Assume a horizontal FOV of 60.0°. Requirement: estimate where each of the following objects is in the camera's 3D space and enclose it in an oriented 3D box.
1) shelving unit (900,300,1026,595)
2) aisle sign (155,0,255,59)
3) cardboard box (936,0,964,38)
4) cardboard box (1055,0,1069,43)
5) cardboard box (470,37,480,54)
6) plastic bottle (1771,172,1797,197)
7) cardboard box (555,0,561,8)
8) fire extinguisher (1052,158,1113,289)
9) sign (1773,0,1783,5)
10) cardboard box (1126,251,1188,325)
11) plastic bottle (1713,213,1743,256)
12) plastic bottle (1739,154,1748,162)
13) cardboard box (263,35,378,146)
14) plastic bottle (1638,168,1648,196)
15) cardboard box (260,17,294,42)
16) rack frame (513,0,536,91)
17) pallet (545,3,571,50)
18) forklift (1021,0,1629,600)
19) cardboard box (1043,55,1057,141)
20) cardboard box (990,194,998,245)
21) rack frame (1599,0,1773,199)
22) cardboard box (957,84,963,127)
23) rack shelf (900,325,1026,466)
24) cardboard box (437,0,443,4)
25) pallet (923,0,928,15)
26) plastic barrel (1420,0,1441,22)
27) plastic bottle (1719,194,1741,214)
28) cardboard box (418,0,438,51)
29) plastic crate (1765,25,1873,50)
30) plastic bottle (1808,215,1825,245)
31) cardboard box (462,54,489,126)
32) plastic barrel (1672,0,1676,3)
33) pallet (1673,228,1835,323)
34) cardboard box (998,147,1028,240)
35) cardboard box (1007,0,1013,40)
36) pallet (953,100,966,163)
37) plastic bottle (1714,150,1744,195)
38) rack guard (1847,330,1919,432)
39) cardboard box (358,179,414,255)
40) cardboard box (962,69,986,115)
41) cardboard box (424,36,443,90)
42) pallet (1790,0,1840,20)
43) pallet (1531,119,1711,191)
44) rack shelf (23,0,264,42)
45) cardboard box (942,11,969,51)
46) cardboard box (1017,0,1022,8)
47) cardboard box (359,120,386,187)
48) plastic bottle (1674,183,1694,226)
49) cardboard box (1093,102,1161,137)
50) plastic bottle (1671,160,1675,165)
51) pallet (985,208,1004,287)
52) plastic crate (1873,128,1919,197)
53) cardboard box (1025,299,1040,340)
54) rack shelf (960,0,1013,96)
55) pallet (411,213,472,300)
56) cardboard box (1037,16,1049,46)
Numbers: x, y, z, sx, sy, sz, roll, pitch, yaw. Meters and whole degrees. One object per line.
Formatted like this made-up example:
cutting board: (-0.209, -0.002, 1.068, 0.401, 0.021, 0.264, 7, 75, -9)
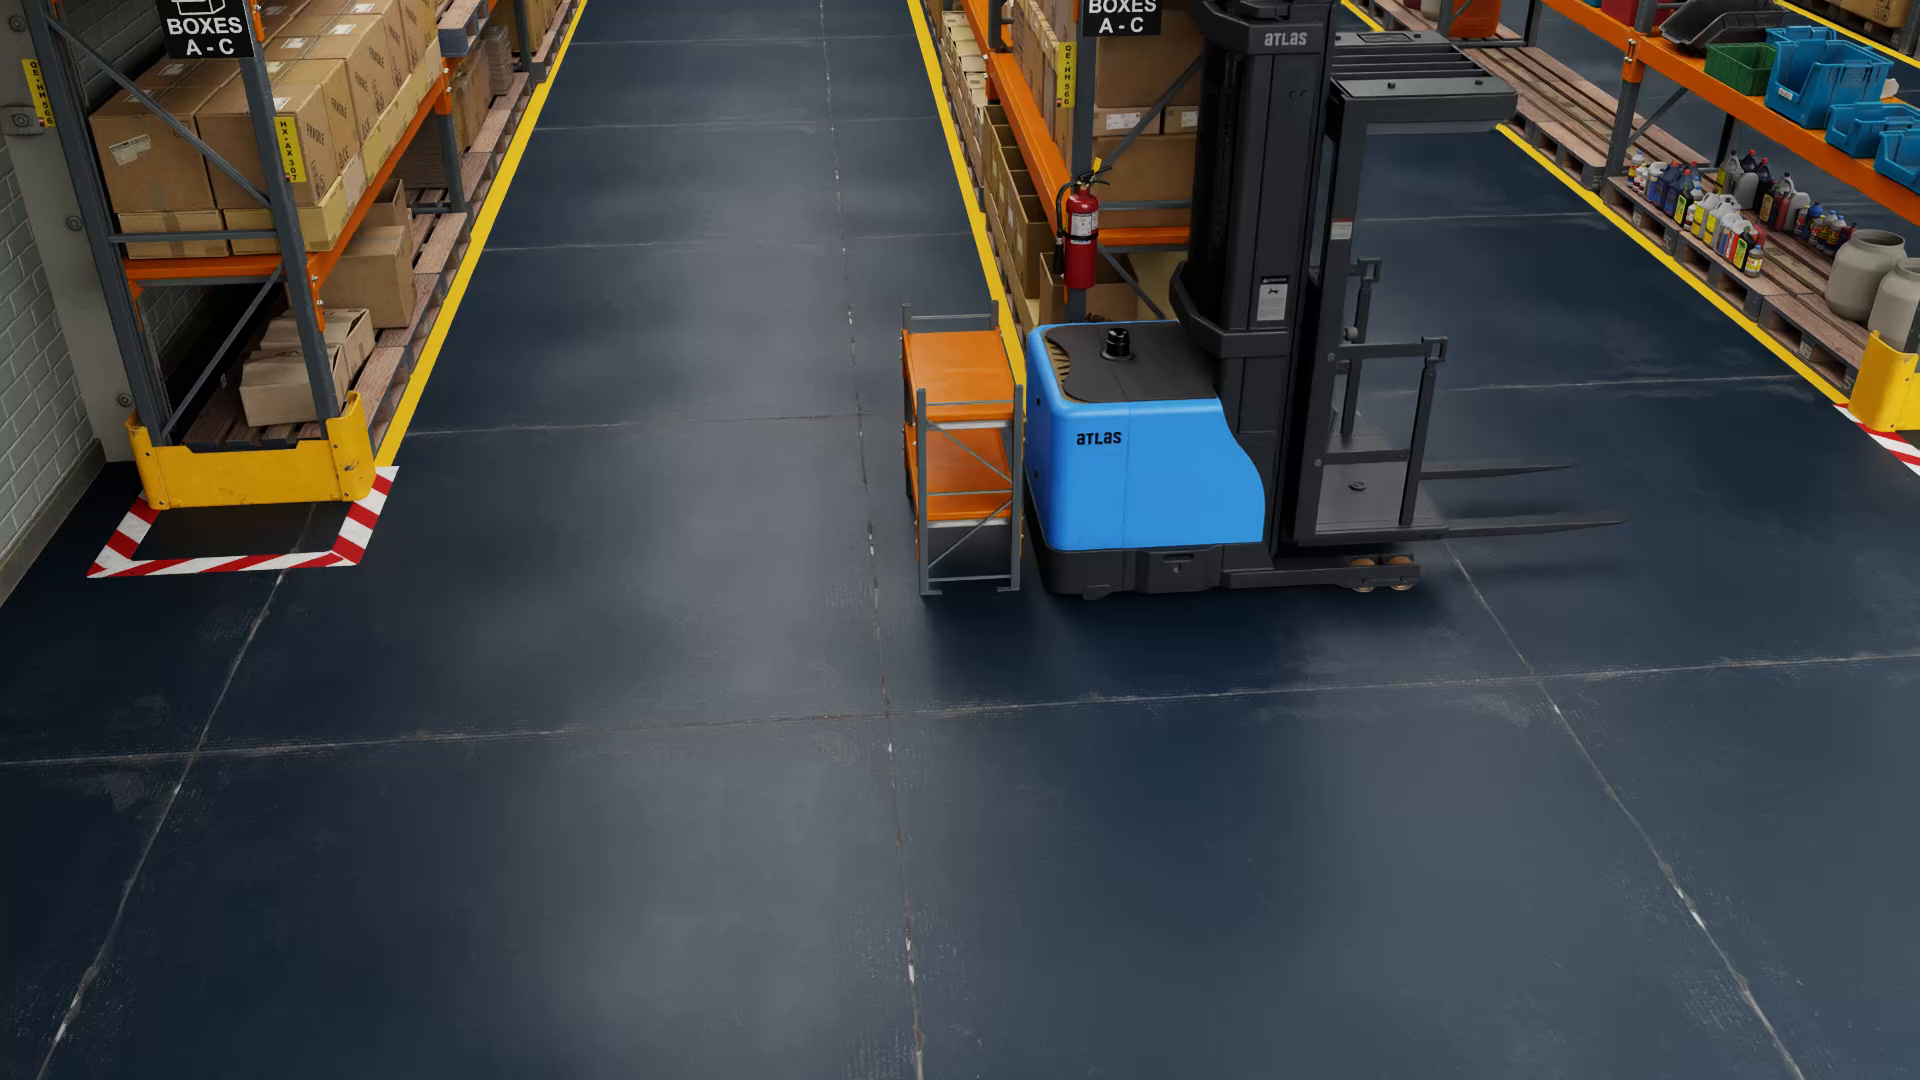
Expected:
shelving unit: (-0.001, -0.486, 8.467, 0.538, 1.125, 1.048, -3, 31, -5)
aisle sign: (-3.542, -2.620, 7.676, 0.394, 0.787, 0.004, -3, 31, -5)
cardboard box: (0.015, -5.432, 16.927, 0.500, 0.500, 0.500, -2, 31, -3)
cardboard box: (0.946, -3.157, 9.747, 0.700, 0.500, 0.500, -3, 31, -4)
cardboard box: (-4.485, -4.389, 14.451, 0.500, 0.250, 0.500, -2, 31, -4)
plastic bottle: (6.038, -2.517, 12.193, 0.144, 0.351, 0.185, -3, 31, -5)
cardboard box: (-4.693, -6.131, 17.776, 0.750, 0.750, 0.750, -2, 31, -3)
fire extinguisher: (0.633, -1.650, 8.662, 0.296, 0.674, 0.183, -3, 31, -5)
sign: (6.191, -4.183, 12.557, 0.100, 0.325, 0.005, -3, 31, -5)
cardboard box: (1.207, -1.627, 10.089, 0.500, 0.500, 0.500, -3, 31, -5)
plastic bottle: (5.399, -2.138, 11.631, 0.152, 0.276, 0.135, -4, 31, -6)
plastic bottle: (6.016, -2.836, 12.793, 0.061, 0.283, 0.133, -1, 31, -2)
cardboard box: (-3.671, -2.567, 9.519, 0.500, 0.500, 0.500, -4, 31, -6)
plastic bottle: (5.255, -2.743, 12.717, 0.097, 0.201, 0.097, 0, 31, 0)
cardboard box: (-4.240, -2.801, 9.910, 0.500, 0.500, 0.500, -2, 31, -4)
rack frame: (-4.595, -5.611, 15.218, 1.000, 3.000, 0.127, -3, 31, -5)
pallet: (-4.705, -5.441, 17.654, 1.003, 0.211, 1.213, -3, 31, -5)
forklift: (1.879, -1.266, 8.011, 3.031, 2.935, 1.130, -3, 31, -5)
cardboard box: (0.906, -2.838, 10.478, 0.700, 0.500, 0.500, -2, 31, -3)
cardboard box: (0.493, -2.301, 11.949, 0.500, 0.250, 0.500, -3, 31, -5)
rack frame: (5.642, -4.043, 12.594, 1.000, 3.000, 0.127, -3, 31, -5)
cardboard box: (0.243, -3.785, 14.433, 0.500, 0.250, 0.500, -2, 31, -4)
rack shelf: (-0.001, -0.738, 8.317, 0.538, 0.278, 1.000, -3, 31, -5)
cardboard box: (-4.280, -4.347, 12.577, 0.700, 0.500, 0.500, 0, 31, 1)
pallet: (0.076, -6.281, 19.061, 1.003, 0.211, 1.213, -3, 31, -5)
plastic barrel: (5.064, -5.731, 17.435, 0.421, 0.512, 0.421, 0, 31, 0)
plastic bottle: (5.507, -2.337, 11.965, 0.152, 0.276, 0.135, -3, 31, -5)
cardboard box: (-3.869, -3.608, 11.261, 0.500, 0.500, 0.500, -3, 31, -5)
plastic crate: (6.016, -3.427, 11.708, 0.499, 0.251, 0.616, -3, 31, -5)
plastic bottle: (6.106, -2.206, 11.817, 0.097, 0.201, 0.097, 0, 31, 0)
cardboard box: (-4.469, -3.840, 14.263, 0.700, 0.500, 0.500, -3, 31, -5)
plastic barrel: (5.771, -4.600, 13.394, 0.433, 0.535, 0.433, 0, 31, 0)
pallet: (5.781, -1.877, 11.686, 1.003, 0.211, 1.213, -3, 31, -5)
cardboard box: (0.535, -2.367, 11.329, 0.500, 0.500, 0.500, -3, 31, -5)
cardboard box: (0.621, -3.993, 12.655, 0.500, 0.250, 0.500, -1, 31, -1)
pallet: (0.485, -3.609, 14.587, 1.003, 0.211, 1.213, -3, 31, -5)
plastic bottle: (5.846, -2.773, 12.621, 0.144, 0.351, 0.185, -3, 31, -5)
rack guard: (5.962, -0.964, 9.877, 1.175, 0.500, 0.348, -3, 31, -5)
cardboard box: (-4.085, -2.156, 11.443, 0.500, 0.500, 0.500, -5, 31, -8)
cardboard box: (0.288, -3.762, 13.847, 0.500, 0.311, 0.500, -3, 31, -5)
cardboard box: (-3.875, -3.285, 11.452, 0.500, 0.250, 0.500, -3, 31, -4)
pallet: (10.090, -6.153, 18.845, 1.003, 0.211, 1.213, -3, 31, -5)
pallet: (5.530, -3.245, 13.977, 1.003, 0.211, 1.213, -3, 31, -5)
rack shelf: (-4.035, -3.526, 9.505, 1.077, 0.370, 4.000, -3, 31, -5)
cardboard box: (0.093, -4.809, 15.601, 0.500, 0.311, 0.500, -2, 31, -3)
cardboard box: (0.592, -3.723, 11.327, 0.380, 0.149, 0.250, -4, 31, -6)
cardboard box: (-3.682, -2.260, 9.735, 0.500, 0.250, 0.500, -3, 31, -5)
plastic bottle: (5.296, -2.451, 12.148, 0.061, 0.283, 0.133, -1, 31, -2)
cardboard box: (0.859, -2.273, 8.900, 0.380, 0.149, 0.250, -3, 31, -5)
plastic bottle: (5.399, -2.724, 12.605, 0.061, 0.283, 0.133, -3, 31, -5)
pallet: (0.743, -2.203, 12.232, 1.003, 0.211, 1.213, -3, 31, -5)
plastic crate: (5.671, -2.178, 9.617, 0.499, 0.251, 0.616, -3, 31, -5)
cardboard box: (0.681, -1.280, 10.239, 0.500, 0.250, 0.500, -3, 31, -5)
rack shelf: (0.523, -4.520, 14.094, 1.077, 0.370, 4.000, -3, 31, -5)
pallet: (-4.123, -2.030, 11.943, 1.003, 0.211, 1.213, -3, 31, -5)
cardboard box: (0.691, -3.192, 10.439, 0.380, 0.149, 0.250, -3, 31, -5)
